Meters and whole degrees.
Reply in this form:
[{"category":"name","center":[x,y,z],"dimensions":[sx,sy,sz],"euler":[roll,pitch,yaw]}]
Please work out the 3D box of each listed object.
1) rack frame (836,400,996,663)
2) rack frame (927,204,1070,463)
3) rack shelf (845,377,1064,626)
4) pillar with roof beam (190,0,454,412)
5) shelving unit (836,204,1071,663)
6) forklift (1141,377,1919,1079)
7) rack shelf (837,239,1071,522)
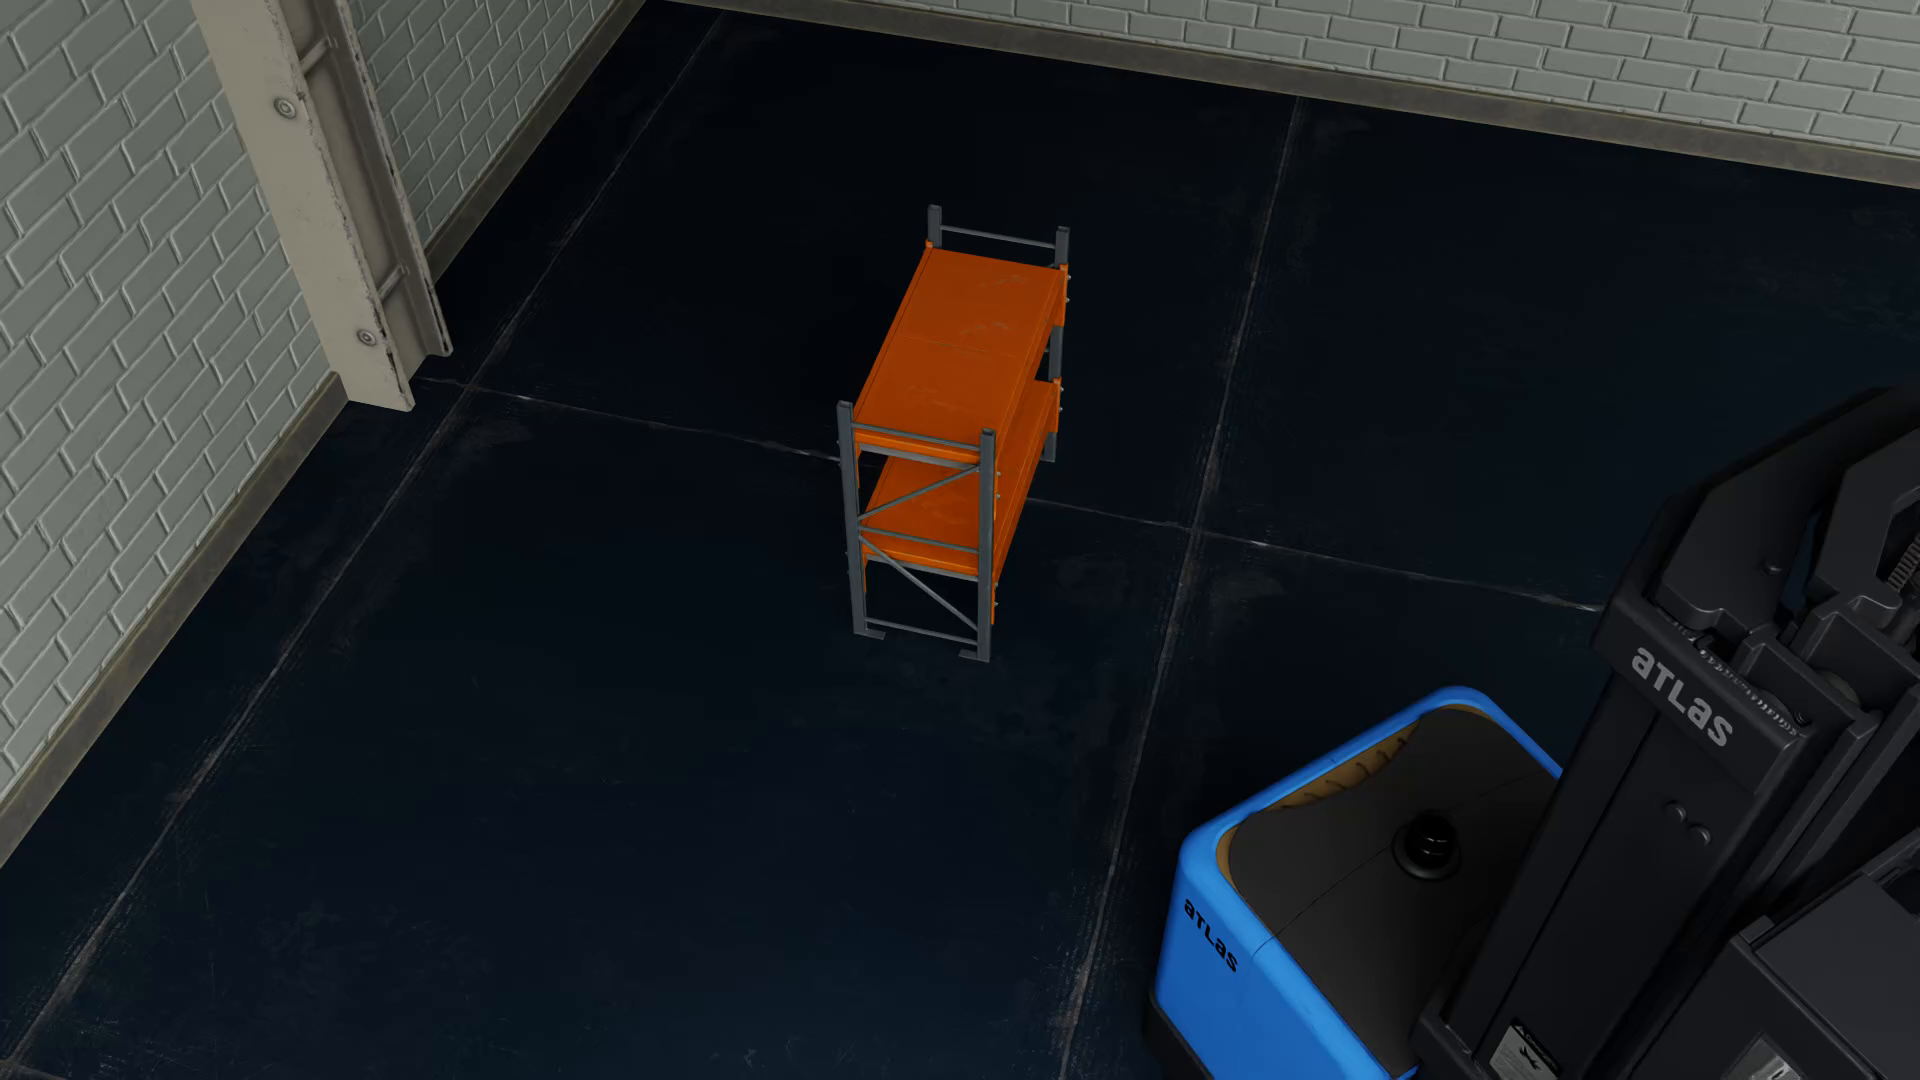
[{"category":"rack frame","center":[-0.136,0.000,5.499],"dimensions":[0.500,1.125,0.032],"euler":[12,50,10]},{"category":"rack frame","center":[0.132,-0.735,6.148],"dimensions":[0.500,1.125,0.032],"euler":[12,50,10]},{"category":"rack shelf","center":[-0.002,-0.206,6.007],"dimensions":[0.538,0.278,1.000],"euler":[12,50,10]},{"category":"pillar with roof beam","center":[1.837,-2.818,2.735],"dimensions":[9.100,9.000,0.400],"euler":[12,50,10]},{"category":"shelving unit","center":[-0.002,-0.367,5.824],"dimensions":[0.538,1.125,1.048],"euler":[12,50,10]},{"category":"forklift","center":[1.740,1.239,3.201],"dimensions":[1.130,2.935,3.031],"euler":[-25,53,-21]},{"category":"rack shelf","center":[-0.002,-0.561,5.605],"dimensions":[0.538,0.278,1.000],"euler":[12,50,10]}]
